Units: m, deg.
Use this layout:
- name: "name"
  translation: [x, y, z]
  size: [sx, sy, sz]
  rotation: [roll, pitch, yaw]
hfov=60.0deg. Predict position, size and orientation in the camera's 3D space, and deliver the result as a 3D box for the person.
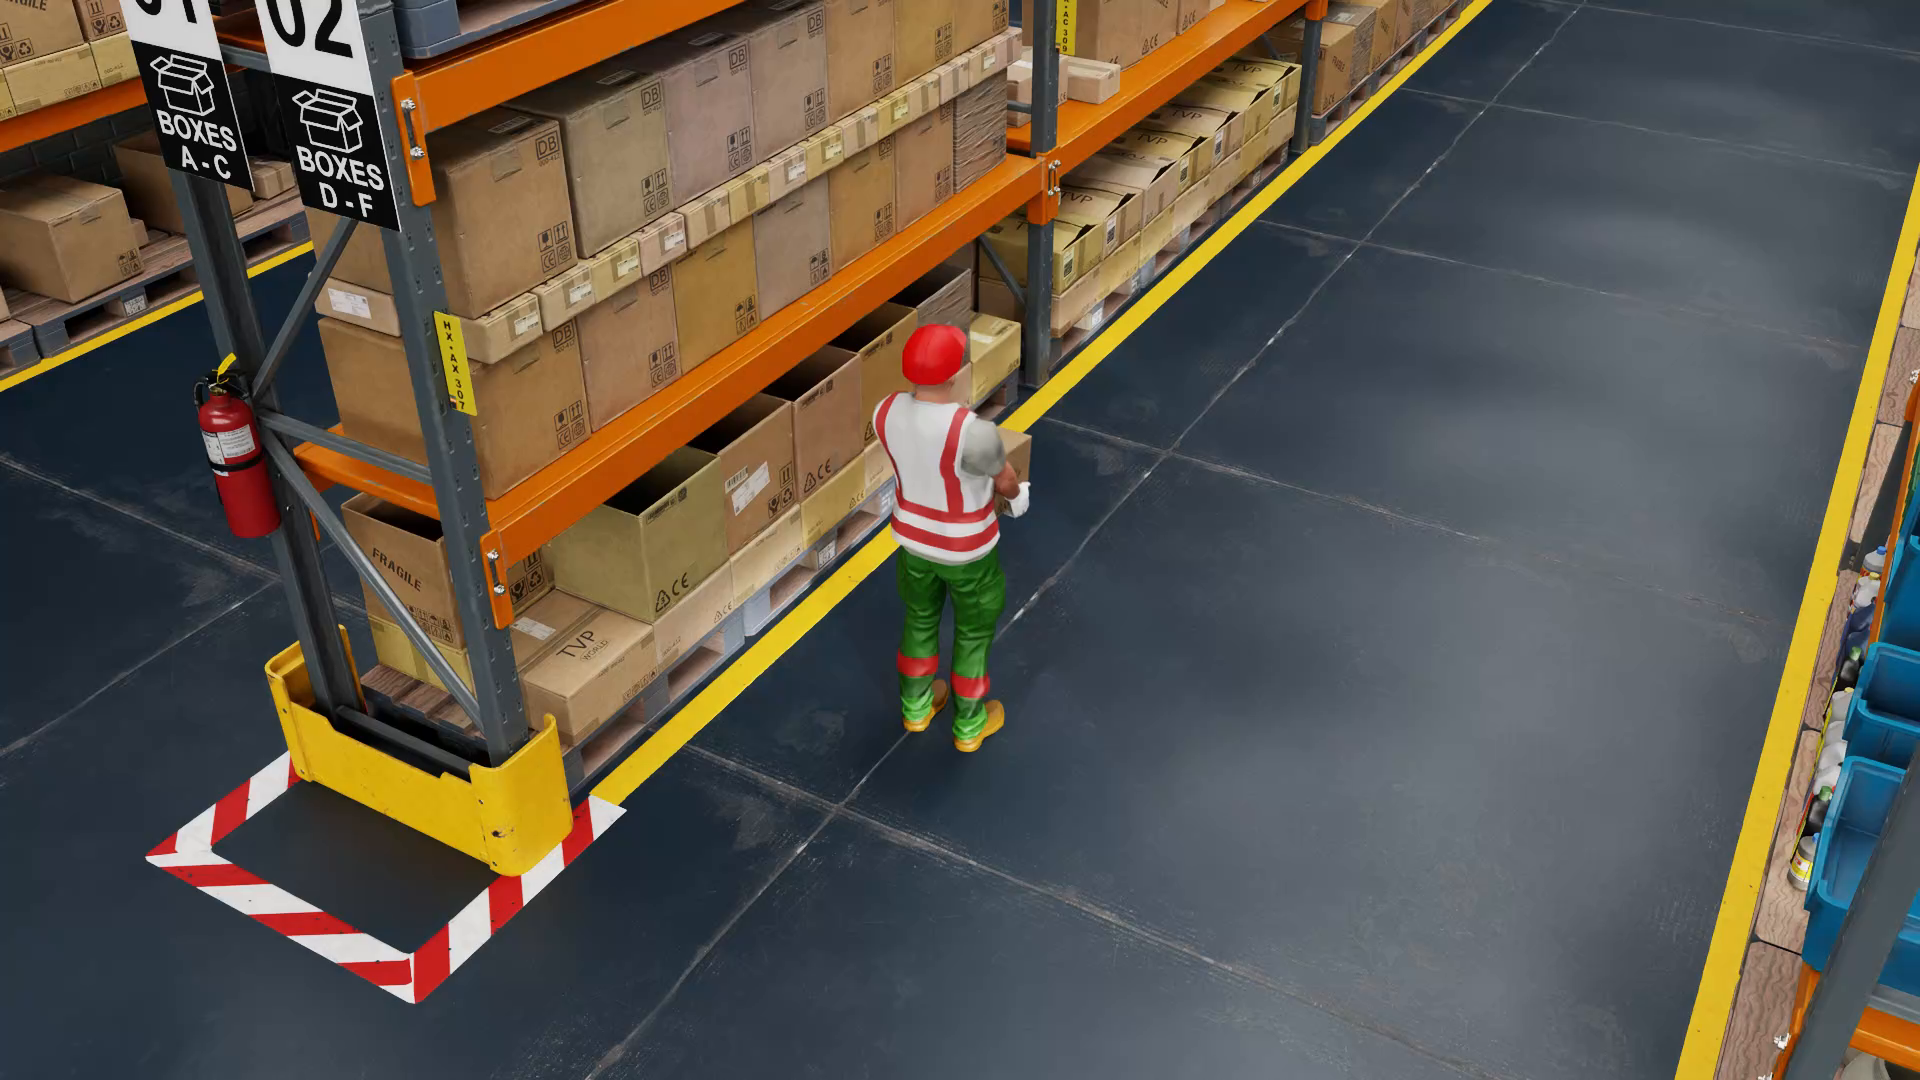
- name: "person"
  translation: [-0.008, -0.054, 6.204]
  size: [0.494, 1.783, 0.567]
  rotation: [18, 38, 25]
